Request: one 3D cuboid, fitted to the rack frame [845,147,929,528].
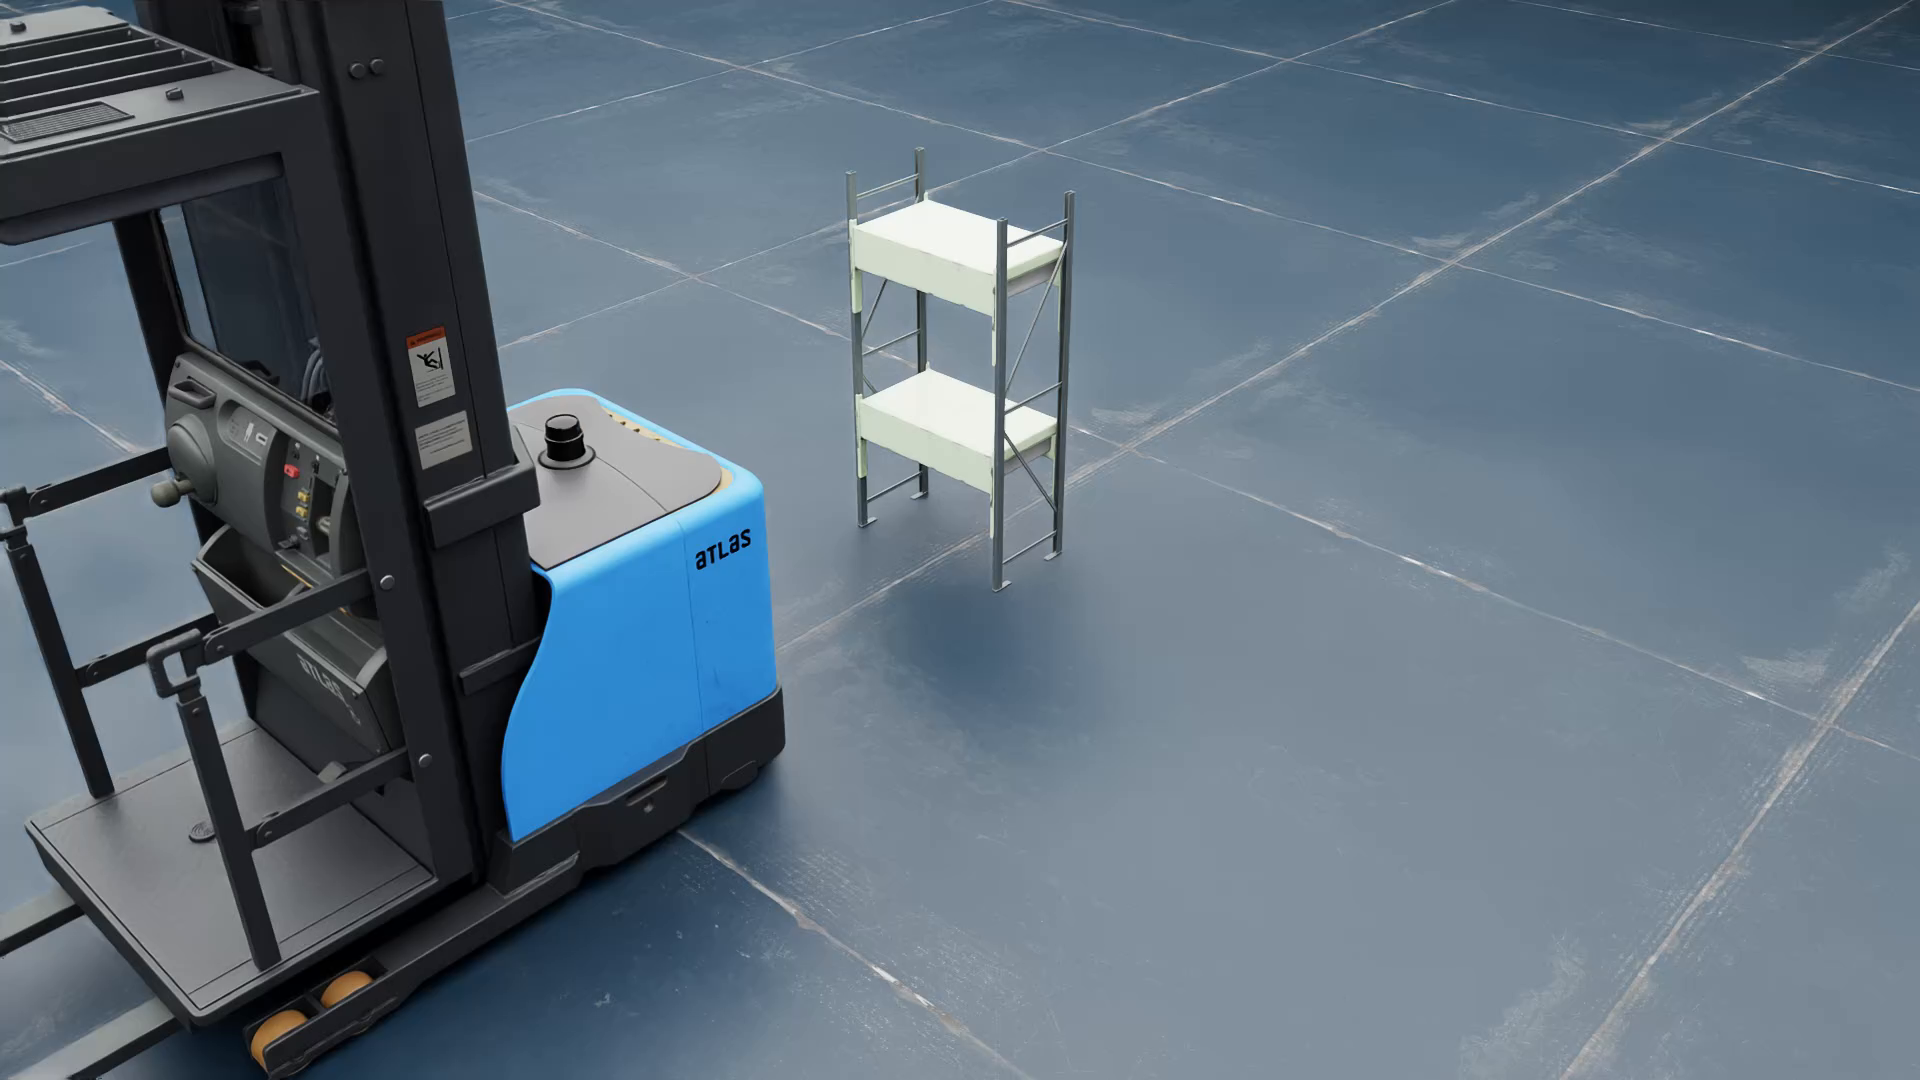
[{"bbox_3d":[-0.276,-0.772,6.577,0.023,1.500,0.400,25,39,35],"label":"rack frame"}]

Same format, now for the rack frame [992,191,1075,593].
[{"bbox_3d":[0.266,-0.518,6.157,0.023,1.500,0.400,25,39,35],"label":"rack frame"}]

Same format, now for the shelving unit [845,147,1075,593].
[{"bbox_3d":[-0.005,-0.645,6.367,0.755,1.500,0.431,25,39,35],"label":"shelving unit"}]

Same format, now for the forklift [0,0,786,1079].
[{"bbox_3d":[-1.950,-0.139,4.139,1.130,2.935,3.031,26,39,36],"label":"forklift"}]

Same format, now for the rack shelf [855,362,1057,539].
[{"bbox_3d":[-0.005,-0.366,6.535,0.720,0.370,0.431,25,39,35],"label":"rack shelf"}]

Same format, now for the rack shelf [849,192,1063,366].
[{"bbox_3d":[-0.005,-0.979,6.166,0.720,0.370,0.431,25,39,35],"label":"rack shelf"}]
